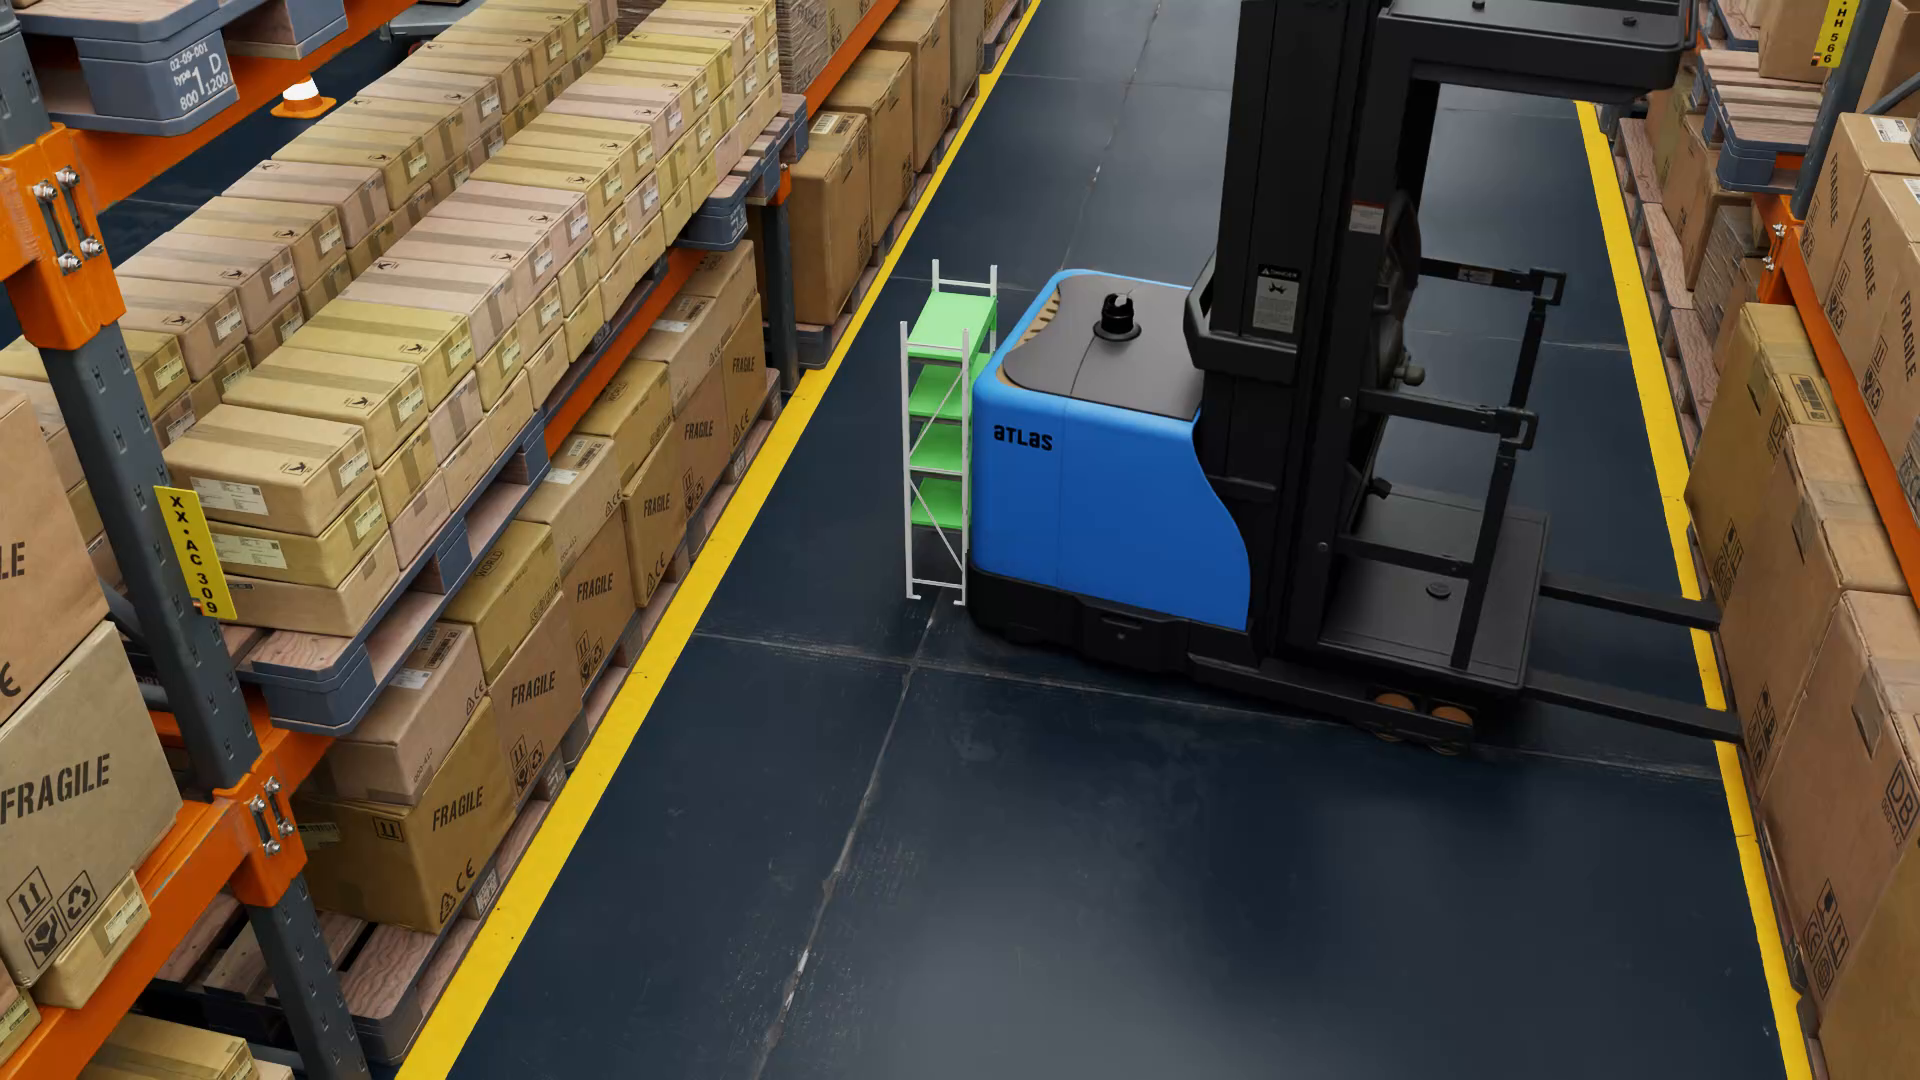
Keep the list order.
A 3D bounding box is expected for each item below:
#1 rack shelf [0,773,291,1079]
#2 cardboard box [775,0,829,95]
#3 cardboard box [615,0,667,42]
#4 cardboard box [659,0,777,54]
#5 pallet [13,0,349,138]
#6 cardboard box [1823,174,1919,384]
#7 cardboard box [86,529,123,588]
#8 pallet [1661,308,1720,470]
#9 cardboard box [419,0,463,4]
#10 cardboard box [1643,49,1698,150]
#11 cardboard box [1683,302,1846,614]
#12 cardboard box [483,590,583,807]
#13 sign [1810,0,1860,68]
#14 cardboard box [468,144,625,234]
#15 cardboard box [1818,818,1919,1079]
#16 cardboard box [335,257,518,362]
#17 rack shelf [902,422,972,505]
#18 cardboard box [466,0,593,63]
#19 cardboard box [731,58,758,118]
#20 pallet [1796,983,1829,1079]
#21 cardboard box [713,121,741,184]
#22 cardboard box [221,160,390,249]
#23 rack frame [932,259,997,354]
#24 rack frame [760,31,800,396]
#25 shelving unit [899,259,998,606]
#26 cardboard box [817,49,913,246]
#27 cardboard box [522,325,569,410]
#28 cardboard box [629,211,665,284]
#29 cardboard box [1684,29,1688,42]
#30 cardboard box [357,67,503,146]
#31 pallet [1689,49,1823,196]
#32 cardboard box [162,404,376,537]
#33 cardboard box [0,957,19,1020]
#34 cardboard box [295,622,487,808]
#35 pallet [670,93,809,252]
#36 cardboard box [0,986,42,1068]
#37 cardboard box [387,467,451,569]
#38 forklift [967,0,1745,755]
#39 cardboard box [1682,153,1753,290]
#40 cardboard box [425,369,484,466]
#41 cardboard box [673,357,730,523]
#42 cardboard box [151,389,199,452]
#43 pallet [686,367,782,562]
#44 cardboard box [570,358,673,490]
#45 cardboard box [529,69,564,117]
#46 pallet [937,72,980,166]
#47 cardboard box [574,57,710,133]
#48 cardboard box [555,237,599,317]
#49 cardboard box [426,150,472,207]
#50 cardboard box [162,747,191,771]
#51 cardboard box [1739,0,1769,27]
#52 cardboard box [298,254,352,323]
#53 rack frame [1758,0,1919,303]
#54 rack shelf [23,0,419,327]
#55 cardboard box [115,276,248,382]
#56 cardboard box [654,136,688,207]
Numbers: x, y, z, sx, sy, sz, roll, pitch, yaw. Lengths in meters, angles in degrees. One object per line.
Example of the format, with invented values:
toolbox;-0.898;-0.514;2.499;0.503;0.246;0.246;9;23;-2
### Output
rack shelf;-2.530;1.754;2.386;1.077;0.370;4.000;7;37;10
cardboard box;-0.889;-2.241;7.200;0.500;0.500;0.500;8;37;10
cardboard box;-1.415;-2.309;7.295;0.500;0.500;0.500;7;37;10
cardboard box;-0.905;-1.947;6.230;0.380;0.149;0.250;6;36;8
pallet;-1.867;-1.163;3.402;1.213;0.211;1.003;7;37;10
cardboard box;3.098;-0.797;5.209;0.500;0.500;0.500;6;36;9
cardboard box;-2.211;-0.004;4.056;0.380;0.149;0.250;7;36;9
pallet;3.744;-0.616;7.420;1.003;0.211;1.213;7;37;10
cardboard box;-3.506;-3.921;11.089;0.500;0.500;0.500;7;37;10
cardboard box;4.278;-2.407;9.270;0.700;0.500;0.500;5;36;6
cardboard box;3.408;-0.214;5.942;1.225;0.875;0.875;6;36;8
cardboard box;-1.575;0.465;5.325;0.500;0.500;0.500;9;37;12
sign;3.043;-1.796;5.753;0.100;0.325;0.005;7;37;10
cardboard box;-1.240;-1.057;5.002;0.380;0.149;0.250;8;37;11
cardboard box;2.838;1.317;3.830;1.225;0.875;0.875;7;37;10
cardboard box;-1.403;-0.611;4.386;0.380;0.149;0.250;7;36;9
rack shelf;-0.035;-0.339;6.304;0.258;0.148;0.480;7;37;10
cardboard box;-1.591;-1.891;6.152;0.380;0.149;0.250;6;36;9
cardboard box;-0.965;-1.672;6.104;0.380;0.149;0.250;9;37;12
pallet;2.812;1.673;4.261;1.003;0.211;1.213;7;37;10
cardboard box;-1.014;-1.415;6.002;0.380;0.149;0.250;8;37;11
cardboard box;-1.929;-0.994;4.915;0.380;0.149;0.250;6;36;8
rack frame;0.017;-0.531;6.460;0.240;1.200;0.015;7;37;10
rack frame;-1.249;-1.977;6.921;1.000;3.000;0.127;7;37;10
shelving unit;-0.035;-0.391;6.267;0.258;1.200;0.503;7;37;10
cardboard box;-0.847;-2.075;8.617;1.050;0.750;0.750;8;37;11
cardboard box;-1.350;-0.512;4.757;0.380;0.149;0.250;6;36;8
cardboard box;-1.184;-0.970;5.388;0.380;0.149;0.250;8;37;11
cardboard box;4.554;-2.973;10.067;0.500;0.500;0.500;6;36;9
cardboard box;-1.761;-1.444;5.535;0.380;0.149;0.250;9;37;12
pallet;3.624;-1.641;6.622;1.213;0.211;1.003;7;37;10
cardboard box;-1.569;-0.161;3.765;0.380;0.149;0.250;9;37;12
cardboard box;-2.042;0.766;2.799;0.500;0.500;0.500;6;36;9
cardboard box;-1.687;0.464;4.686;0.500;0.250;0.500;6;36;8
pallet;-1.297;-1.477;6.396;1.213;0.211;1.003;7;37;10
cardboard box;-1.999;0.918;3.141;0.380;0.149;0.250;9;37;12
cardboard box;-1.516;-0.080;4.160;0.380;0.149;0.250;8;37;11
forklift;1.597;-0.801;5.357;3.031;2.935;1.130;13;38;17
cardboard box;3.919;-1.495;8.012;0.700;0.500;0.500;10;37;14
cardboard box;-1.461;-0.337;4.262;0.380;0.149;0.250;8;37;11
cardboard box;-1.248;-0.427;6.556;0.500;0.500;0.500;9;37;12
cardboard box;-2.156;-0.276;4.178;0.380;0.149;0.250;8;37;10
pallet;-1.417;-0.400;7.122;1.003;0.211;1.213;7;37;10
cardboard box;-1.360;-0.433;5.925;0.500;0.250;0.500;8;37;11
cardboard box;-1.658;-1.604;6.010;0.380;0.149;0.250;6;36;9
pallet;-0.485;-2.689;10.280;1.003;0.211;1.213;7;37;10
cardboard box;-1.071;-1.500;5.613;0.380;0.149;0.250;8;37;11
cardboard box;-1.294;-0.793;4.891;0.380;0.149;0.250;7;36;9
cardboard box;-1.822;-1.175;5.418;0.380;0.149;0.250;7;37;10
cardboard box;-2.191;0.396;4.780;0.500;0.250;0.500;6;36;9
cardboard box;3.668;-2.403;7.266;0.396;0.266;0.258;6;36;9
cardboard box;-1.989;-0.725;4.796;0.380;0.149;0.250;6;36;8
rack frame;3.575;-1.297;5.984;1.000;3.000;0.127;7;37;10
rack shelf;-1.676;-1.753;4.670;1.077;0.370;4.000;7;37;10
cardboard box;-2.094;-0.549;4.301;0.380;0.149;0.250;6;36;8
cardboard box;-1.128;-1.235;5.501;0.380;0.149;0.250;7;37;10
